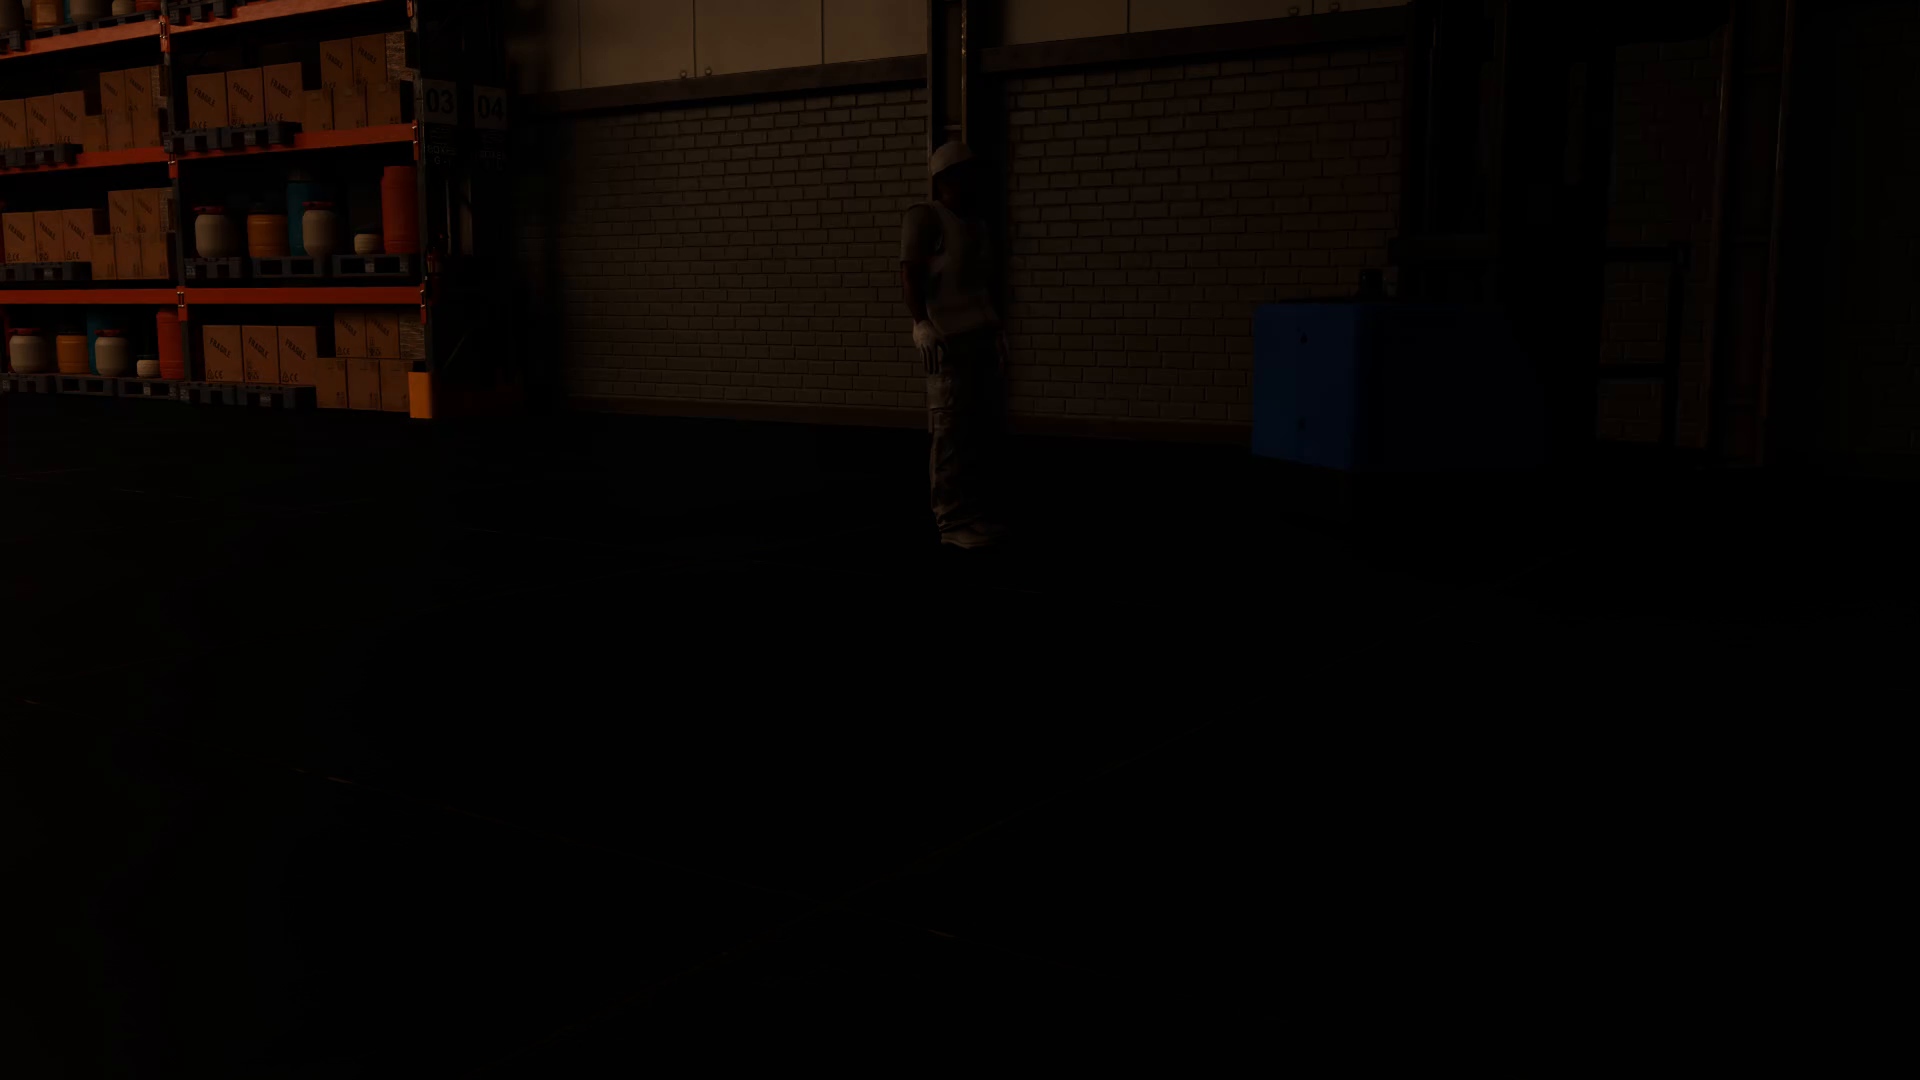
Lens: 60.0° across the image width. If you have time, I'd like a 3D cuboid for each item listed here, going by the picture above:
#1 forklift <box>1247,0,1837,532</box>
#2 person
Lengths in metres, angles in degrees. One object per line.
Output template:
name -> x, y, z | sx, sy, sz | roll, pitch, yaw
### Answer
forklift -> 3.040, -1.585, 8.339 | 3.031, 2.935, 1.130 | -3, 9, -18
person -> 0.055, -0.883, 7.430 | 0.577, 1.781, 0.656 | 5, 10, 34
